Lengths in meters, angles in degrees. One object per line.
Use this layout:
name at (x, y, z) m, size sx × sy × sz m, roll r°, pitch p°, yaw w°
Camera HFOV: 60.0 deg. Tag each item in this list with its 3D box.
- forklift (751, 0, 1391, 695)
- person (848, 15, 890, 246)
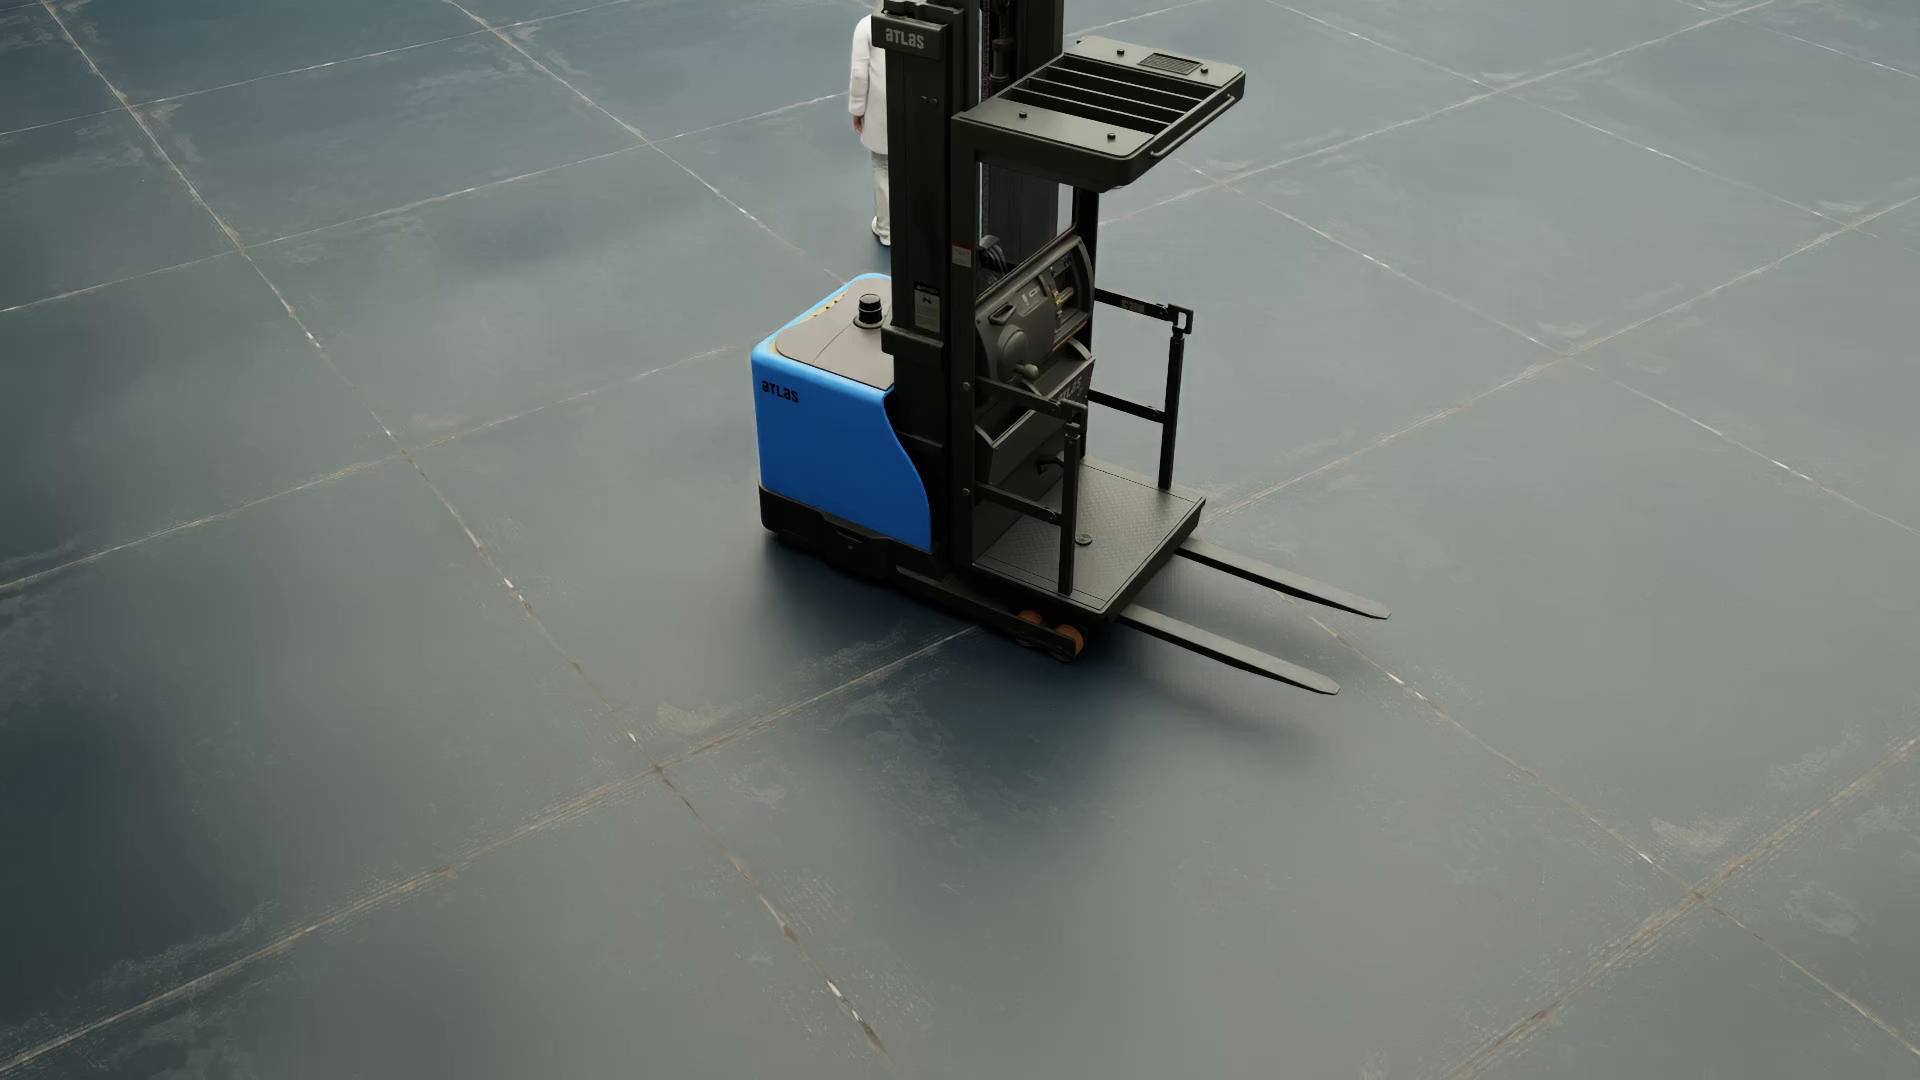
forklift at (0.514, -0.985, 7.276) m, size 3.031 × 2.935 × 1.130 m, roll 21°, pitch 41°, yaw 26°
person at (-0.392, -2.753, 10.643) m, size 0.646 × 1.772 × 0.436 m, roll -5°, pitch 37°, yaw -6°
